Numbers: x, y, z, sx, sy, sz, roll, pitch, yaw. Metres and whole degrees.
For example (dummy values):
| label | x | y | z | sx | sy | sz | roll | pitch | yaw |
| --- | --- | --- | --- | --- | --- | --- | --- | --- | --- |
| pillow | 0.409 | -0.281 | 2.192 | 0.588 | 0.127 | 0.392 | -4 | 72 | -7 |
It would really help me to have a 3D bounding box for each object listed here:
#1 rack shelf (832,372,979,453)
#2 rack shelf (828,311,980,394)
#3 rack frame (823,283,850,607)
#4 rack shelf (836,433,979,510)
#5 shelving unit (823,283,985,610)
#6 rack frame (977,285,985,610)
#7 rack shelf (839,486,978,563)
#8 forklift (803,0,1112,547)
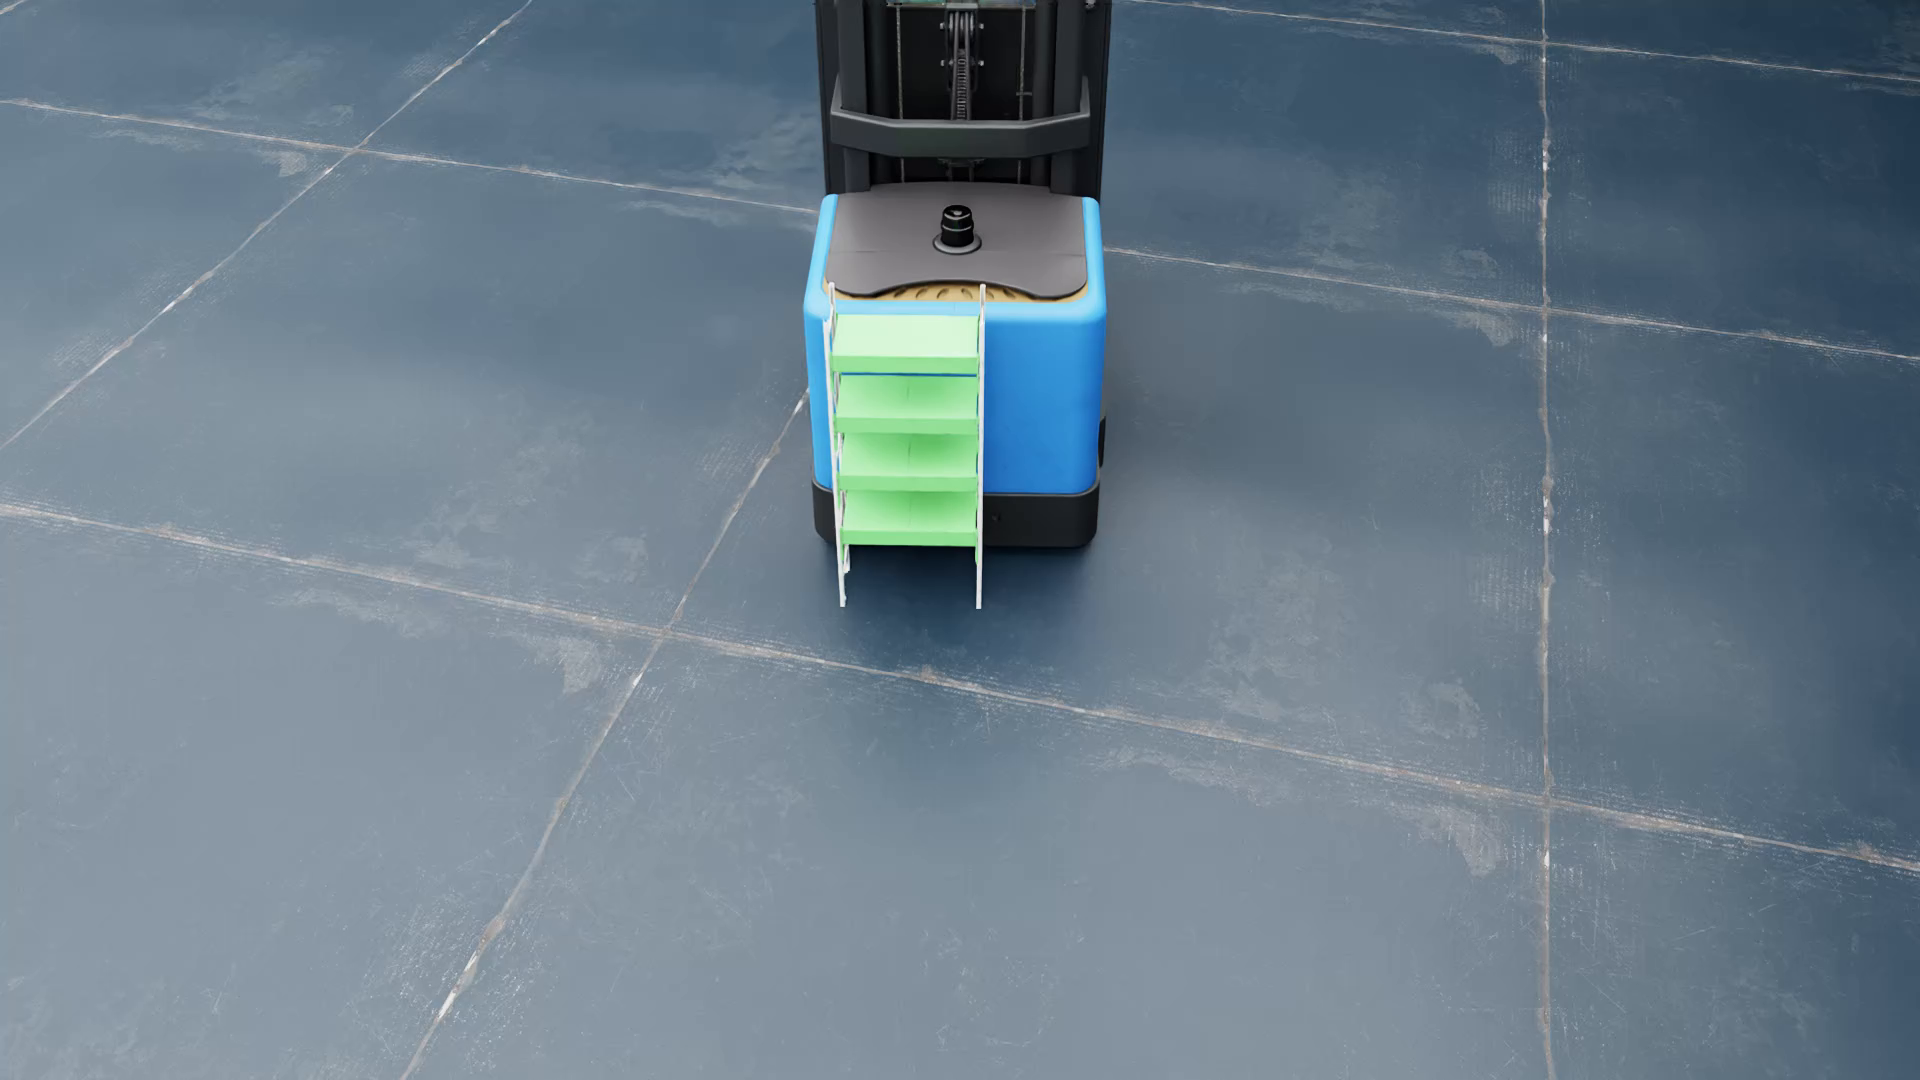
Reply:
| label | x | y | z | sx | sy | sz | roll | pitch | yaw |
| --- | --- | --- | --- | --- | --- | --- | --- | --- | --- |
| rack shelf | -0.174 | -0.426 | 5.550 | 0.480 | 0.148 | 0.258 | 1 | 40 | 1 |
| rack shelf | -0.174 | -0.610 | 5.396 | 0.480 | 0.148 | 0.258 | 1 | 40 | 1 |
| rack frame | -0.417 | -0.295 | 5.668 | 0.015 | 1.200 | 0.240 | 1 | 40 | 1 |
| rack shelf | -0.174 | -0.242 | 5.705 | 0.480 | 0.148 | 0.258 | 1 | 40 | 1 |
| shelving unit | -0.174 | -0.291 | 5.664 | 0.503 | 1.200 | 0.258 | 1 | 40 | 1 |
| rack frame | 0.070 | -0.287 | 5.659 | 0.015 | 1.200 | 0.240 | 1 | 40 | 1 |
| rack shelf | -0.174 | -0.059 | 5.859 | 0.480 | 0.148 | 0.258 | 1 | 40 | 1 |
| forklift | 0.018 | -2.021 | 6.377 | 1.130 | 2.935 | 3.031 | 1 | 40 | 1 |
